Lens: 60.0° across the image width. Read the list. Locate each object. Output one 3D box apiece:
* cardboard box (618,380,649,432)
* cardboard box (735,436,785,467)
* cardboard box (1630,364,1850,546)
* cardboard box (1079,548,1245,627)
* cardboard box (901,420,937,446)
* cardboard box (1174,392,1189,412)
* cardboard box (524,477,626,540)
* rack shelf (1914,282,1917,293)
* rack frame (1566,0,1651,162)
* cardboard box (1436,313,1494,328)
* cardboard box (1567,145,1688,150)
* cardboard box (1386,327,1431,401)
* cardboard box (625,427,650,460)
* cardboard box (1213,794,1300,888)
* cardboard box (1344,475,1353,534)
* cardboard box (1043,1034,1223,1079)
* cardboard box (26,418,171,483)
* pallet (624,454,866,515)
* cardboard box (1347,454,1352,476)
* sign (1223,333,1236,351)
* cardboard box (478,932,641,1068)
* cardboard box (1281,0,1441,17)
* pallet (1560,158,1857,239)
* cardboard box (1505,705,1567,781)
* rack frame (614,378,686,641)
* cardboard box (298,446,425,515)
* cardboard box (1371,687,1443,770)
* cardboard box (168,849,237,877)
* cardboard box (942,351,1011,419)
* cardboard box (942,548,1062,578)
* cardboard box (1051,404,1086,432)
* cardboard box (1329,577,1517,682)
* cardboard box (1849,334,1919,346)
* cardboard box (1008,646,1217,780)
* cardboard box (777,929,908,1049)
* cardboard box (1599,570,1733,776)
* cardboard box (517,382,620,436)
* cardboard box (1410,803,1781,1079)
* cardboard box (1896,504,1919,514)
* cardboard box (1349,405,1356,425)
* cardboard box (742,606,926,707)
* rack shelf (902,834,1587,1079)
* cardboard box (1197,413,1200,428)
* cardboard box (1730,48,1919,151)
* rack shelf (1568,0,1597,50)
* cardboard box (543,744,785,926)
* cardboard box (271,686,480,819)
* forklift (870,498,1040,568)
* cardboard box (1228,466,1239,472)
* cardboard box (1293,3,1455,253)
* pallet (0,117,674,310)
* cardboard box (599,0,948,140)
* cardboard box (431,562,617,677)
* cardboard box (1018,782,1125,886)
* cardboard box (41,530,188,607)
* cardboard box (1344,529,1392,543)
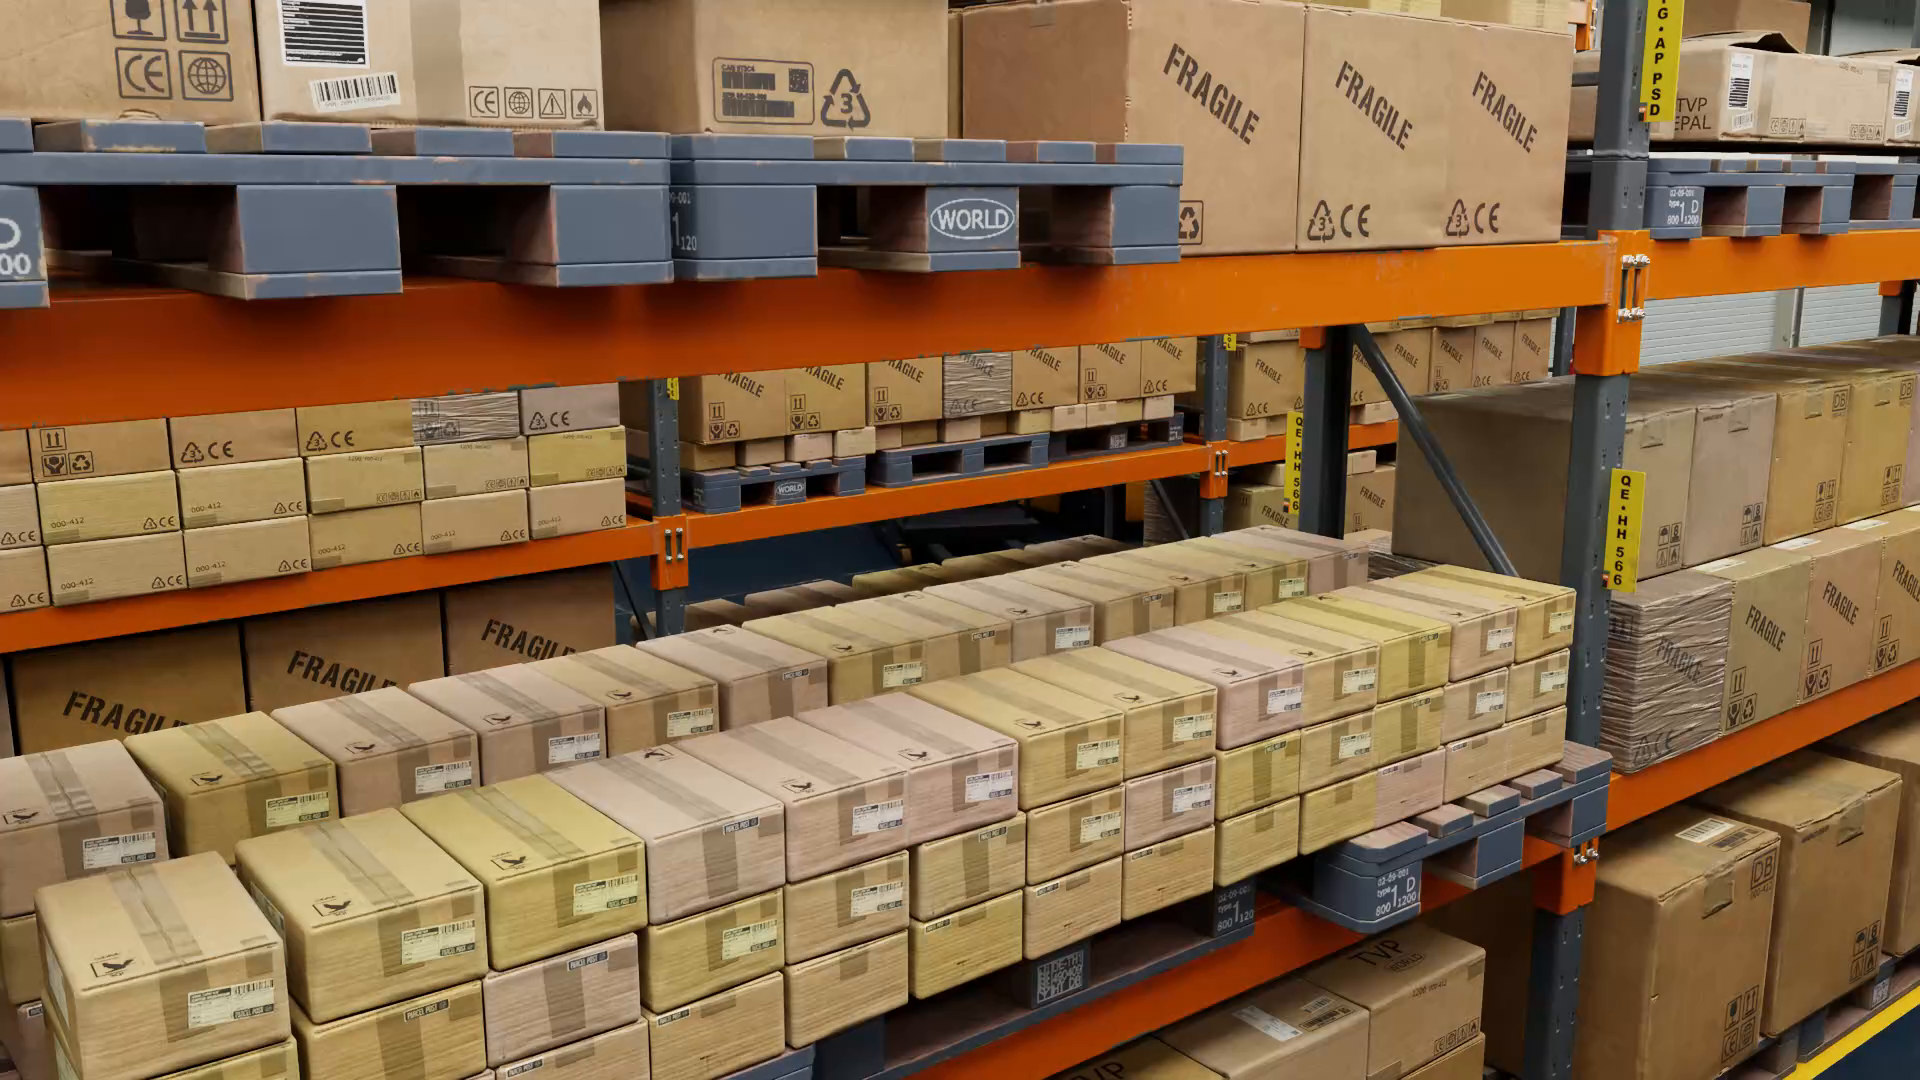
[{"bbox_3d":[-1.574,-0.877,9.068,0.500,0.500,0.500,-10,16,-39],"label":"cardboard box"},{"bbox_3d":[-1.144,-0.499,8.849,0.250,0.149,0.380,-11,16,-41],"label":"cardboard box"},{"bbox_3d":[2.566,-0.310,5.721,0.500,0.500,0.700,-10,15,-39],"label":"cardboard box"},{"bbox_3d":[0.531,0.138,4.417,0.250,0.149,0.380,-10,15,-38],"label":"cardboard box"},{"bbox_3d":[-0.338,-0.646,9.543,0.250,0.149,0.380,-9,15,-35],"label":"cardboard box"},{"bbox_3d":[1.560,-1.184,11.527,0.500,0.500,0.500,-10,16,-39],"label":"cardboard box"},{"bbox_3d":[-1.988,-0.192,8.171,0.500,0.250,0.500,-10,16,-40],"label":"cardboard box"},{"bbox_3d":[6.101,-1.477,8.373,4.000,0.370,1.077,-9,15,-38],"label":"rack shelf"},{"bbox_3d":[1.416,-2.518,4.320,0.127,3.000,1.000,-9,15,-38],"label":"rack frame"},{"bbox_3d":[3.495,-1.845,12.234,0.500,0.500,0.700,-10,15,-38],"label":"cardboard box"},{"bbox_3d":[2.044,-1.445,5.455,0.500,0.311,0.500,-9,15,-38],"label":"cardboard box"},{"bbox_3d":[3.045,-1.299,12.067,0.500,0.500,0.500,-9,15,-37],"label":"cardboard box"},{"bbox_3d":[-1.647,-0.536,9.025,0.250,0.149,0.380,-9,15,-36],"label":"cardboard box"},{"bbox_3d":[0.516,0.605,3.650,0.250,0.149,0.380,-10,16,-40],"label":"cardboard box"},{"bbox_3d":[2.408,-0.223,11.762,0.500,0.500,0.500,-9,15,-35],"label":"cardboard box"},{"bbox_3d":[0.251,1.329,3.848,0.500,0.250,0.500,-9,15,-36],"label":"cardboard box"},{"bbox_3d":[-3.583,-0.537,6.790,0.500,0.500,0.500,-10,16,-39],"label":"cardboard box"},{"bbox_3d":[-1.266,-0.389,9.200,1.003,0.211,1.213,-9,15,-38],"label":"pallet"},{"bbox_3d":[2.533,-0.543,11.704,0.250,0.149,0.380,-9,15,-35],"label":"cardboard box"},{"bbox_3d":[1.717,-1.369,10.565,0.005,0.325,0.100,-9,15,-38],"label":"sign"},{"bbox_3d":[-0.710,0.664,2.658,0.250,0.149,0.380,-9,15,-36],"label":"cardboard box"},{"bbox_3d":[0.871,-1.310,3.772,0.258,0.266,0.396,-9,15,-38],"label":"cardboard box"},{"bbox_3d":[1.885,-1.050,5.086,1.003,0.211,1.213,-9,15,-35],"label":"pallet"},{"bbox_3d":[1.318,0.473,4.274,0.250,0.149,0.380,-9,15,-37],"label":"cardboard box"},{"bbox_3d":[-1.756,-0.373,8.663,0.127,3.000,1.000,-9,15,-38],"label":"rack frame"},{"bbox_3d":[-2.760,-0.303,7.492,0.500,0.250,0.500,-10,16,-39],"label":"cardboard box"},{"bbox_3d":[0.903,0.396,3.918,0.250,0.149,0.380,-9,15,-36],"label":"cardboard box"},{"bbox_3d":[-1.315,0.590,3.007,0.250,0.149,0.380,-9,15,-37],"label":"cardboard box"},{"bbox_3d":[-0.051,-0.996,9.629,0.500,0.500,0.500,-10,16,-40],"label":"cardboard box"},{"bbox_3d":[0.401,0.350,10.572,0.625,0.372,0.950,-8,15,-34],"label":"cardboard box"},{"bbox_3d":[0.546,-0.759,10.073,0.250,0.149,0.380,-9,15,-37],"label":"cardboard box"},{"bbox_3d":[1.122,0.214,4.063,0.250,0.149,0.380,-10,15,-38],"label":"cardboard box"},{"bbox_3d":[4.155,-0.575,6.966,0.500,0.500,0.700,-10,15,-39],"label":"cardboard box"},{"bbox_3d":[0.308,0.349,3.426,0.250,0.149,0.380,-9,15,-35],"label":"cardboard box"},{"bbox_3d":[-0.307,0.743,3.003,0.250,0.149,0.380,-10,16,-40],"label":"cardboard box"},{"bbox_3d":[1.935,0.354,5.001,0.500,0.500,0.500,-9,15,-37],"label":"cardboard box"},{"bbox_3d":[-1.996,-0.801,8.033,0.500,0.500,0.500,-10,16,-39],"label":"cardboard box"},{"bbox_3d":[1.947,1.248,5.437,0.750,0.750,1.050,-10,15,-38],"label":"cardboard box"},{"bbox_3d":[3.509,0.091,6.237,0.500,0.500,0.500,-9,15,-37],"label":"cardboard box"},{"bbox_3d":[2.571,-0.905,11.772,0.250,0.149,0.380,-10,15,-38],"label":"cardboard box"},{"bbox_3d":[-0.289,0.275,3.776,0.250,0.149,0.380,-10,15,-38],"label":"cardboard box"},{"bbox_3d":[-0.146,1.028,3.796,4.000,0.370,1.077,-9,15,-38],"label":"rack shelf"},{"bbox_3d":[1.619,-0.894,11.720,0.250,0.149,0.380,-9,15,-36],"label":"cardboard box"},{"bbox_3d":[2.911,-1.451,5.481,0.500,0.311,0.500,-10,15,-39],"label":"cardboard box"},{"bbox_3d":[2.930,-3.732,11.781,4.000,0.370,1.077,-9,15,-38],"label":"rack shelf"},{"bbox_3d":[-0.501,0.484,2.790,0.250,0.149,0.380,-10,15,-38],"label":"cardboard box"},{"bbox_3d":[-1.104,0.410,3.136,0.250,0.149,0.380,-10,16,-39],"label":"cardboard box"},{"bbox_3d":[-0.001,-1.290,13.148,1.130,2.935,3.031,-3,12,-12],"label":"forklift"},{"bbox_3d":[2.058,-0.306,12.150,0.500,0.500,0.500,-9,15,-37],"label":"cardboard box"},{"bbox_3d":[0.746,-0.917,3.763,0.500,0.500,0.500,-9,15,-38],"label":"cardboard box"},{"bbox_3d":[-1.159,-0.502,2.503,1.003,0.211,1.213,-9,15,-38],"label":"pallet"},{"bbox_3d":[-0.419,-0.966,2.977,0.637,0.503,0.797,-10,15,-38],"label":"cardboard box"},{"bbox_3d":[-2.347,0.537,8.481,0.875,0.875,0.875,-10,15,-38],"label":"cardboard box"},{"bbox_3d":[0.107,0.528,3.298,0.250,0.149,0.380,-10,15,-39],"label":"cardboard box"},{"bbox_3d":[-3.557,0.074,6.920,0.500,0.250,0.500,-10,15,-38],"label":"cardboard box"},{"bbox_3d":[2.503,0.245,9.947,0.500,0.500,0.500,-9,15,-38],"label":"cardboard box"}]
